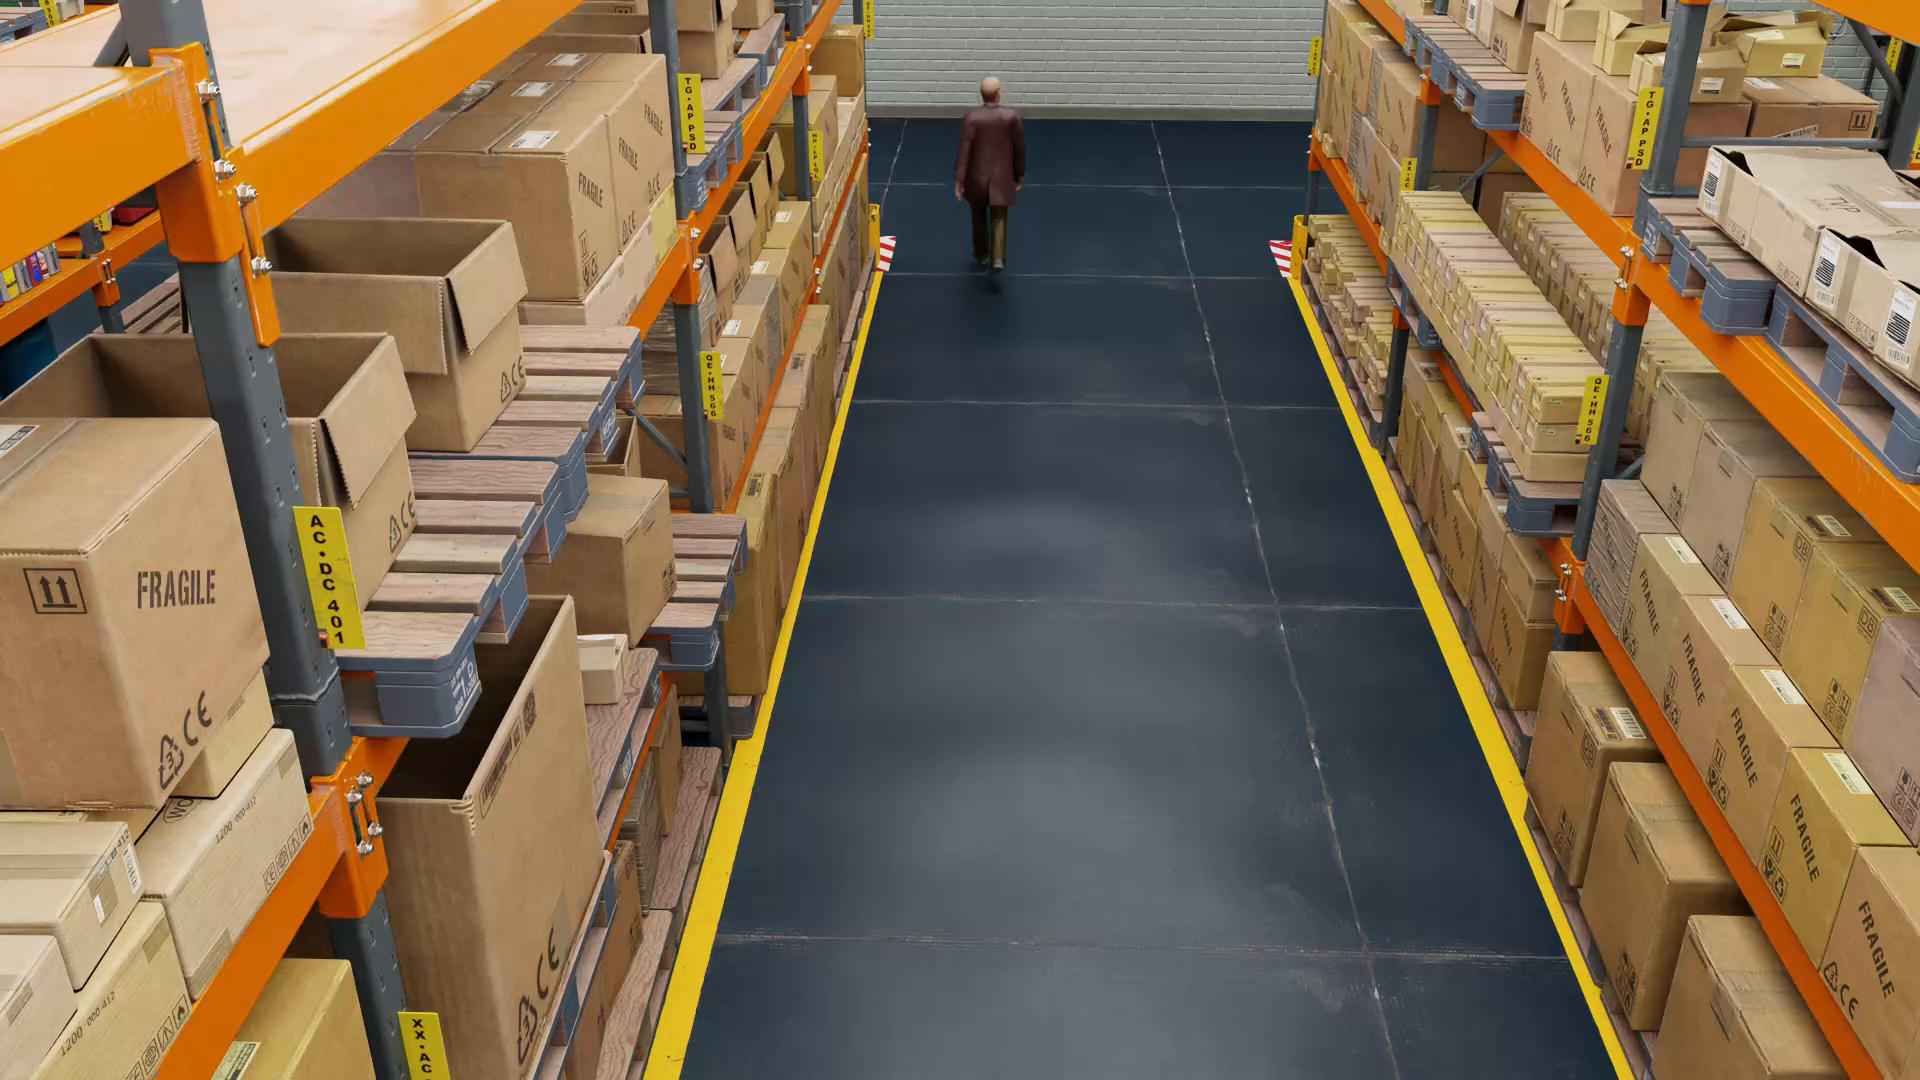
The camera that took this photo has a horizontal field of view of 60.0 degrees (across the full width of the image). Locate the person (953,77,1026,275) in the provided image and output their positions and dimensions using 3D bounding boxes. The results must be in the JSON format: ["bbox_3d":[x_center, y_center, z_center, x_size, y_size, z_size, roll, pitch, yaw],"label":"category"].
[{"bbox_3d":[0.263,-3.233,14.825,0.656,1.740,1.054,-1,28,-2],"label":"person"}]
